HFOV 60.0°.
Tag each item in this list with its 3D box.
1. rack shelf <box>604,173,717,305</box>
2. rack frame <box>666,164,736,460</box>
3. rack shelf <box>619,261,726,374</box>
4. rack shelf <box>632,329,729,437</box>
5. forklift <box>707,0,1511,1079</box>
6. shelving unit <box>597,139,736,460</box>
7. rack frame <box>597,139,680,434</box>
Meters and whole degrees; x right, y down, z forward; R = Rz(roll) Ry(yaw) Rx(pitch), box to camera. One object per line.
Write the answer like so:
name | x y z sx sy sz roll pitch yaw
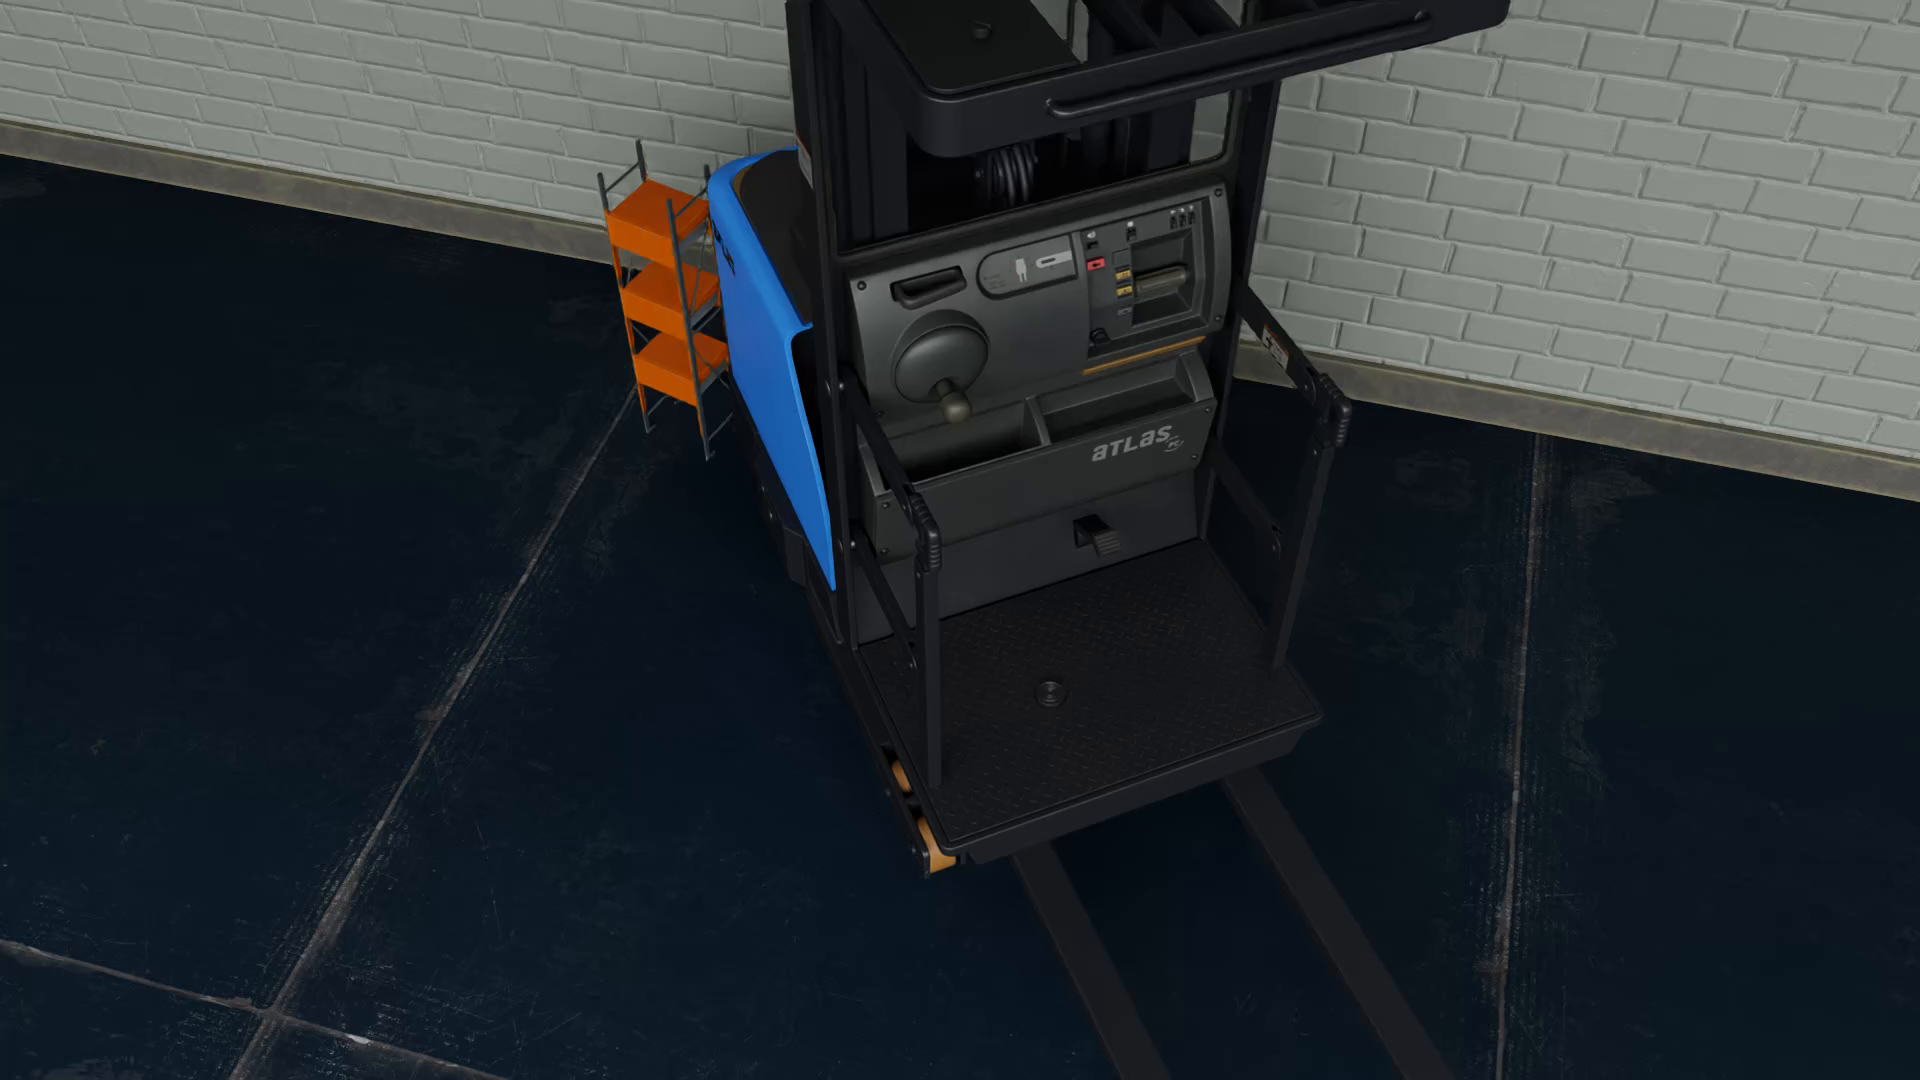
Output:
rack shelf | -0.887 -0.902 4.980 0.240 0.259 0.215 23 53 19
rack frame | -0.782 -0.676 5.146 0.008 1.050 0.200 23 53 19
rack shelf | -0.889 -0.715 5.193 0.240 0.259 0.215 23 53 19
rack shelf | -0.891 -0.532 5.403 0.240 0.259 0.215 23 53 19
forklift | 0.283 -0.449 3.692 1.130 2.935 3.031 -17 51 -14
shelving unit | -0.889 -0.722 5.185 0.252 1.050 0.215 23 53 19
rack frame | -0.995 -0.768 5.224 0.008 1.050 0.200 23 53 19
